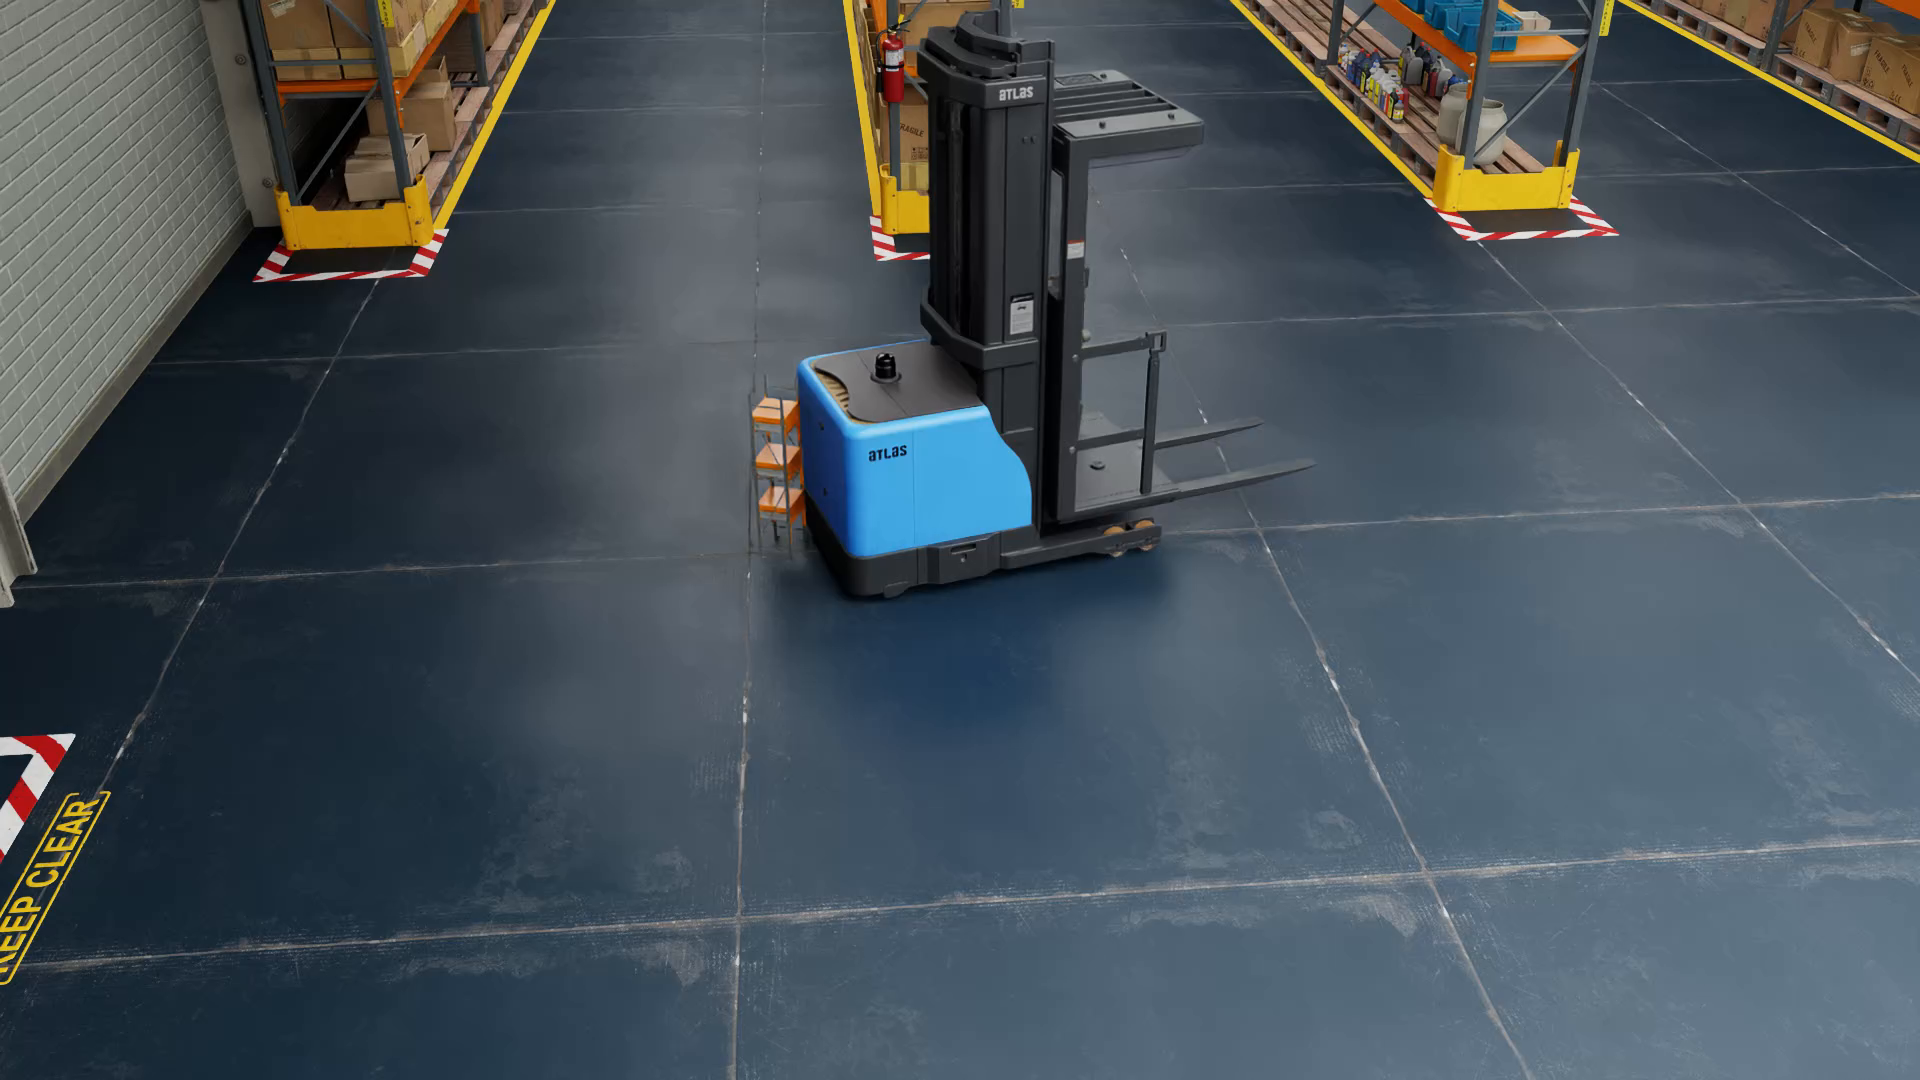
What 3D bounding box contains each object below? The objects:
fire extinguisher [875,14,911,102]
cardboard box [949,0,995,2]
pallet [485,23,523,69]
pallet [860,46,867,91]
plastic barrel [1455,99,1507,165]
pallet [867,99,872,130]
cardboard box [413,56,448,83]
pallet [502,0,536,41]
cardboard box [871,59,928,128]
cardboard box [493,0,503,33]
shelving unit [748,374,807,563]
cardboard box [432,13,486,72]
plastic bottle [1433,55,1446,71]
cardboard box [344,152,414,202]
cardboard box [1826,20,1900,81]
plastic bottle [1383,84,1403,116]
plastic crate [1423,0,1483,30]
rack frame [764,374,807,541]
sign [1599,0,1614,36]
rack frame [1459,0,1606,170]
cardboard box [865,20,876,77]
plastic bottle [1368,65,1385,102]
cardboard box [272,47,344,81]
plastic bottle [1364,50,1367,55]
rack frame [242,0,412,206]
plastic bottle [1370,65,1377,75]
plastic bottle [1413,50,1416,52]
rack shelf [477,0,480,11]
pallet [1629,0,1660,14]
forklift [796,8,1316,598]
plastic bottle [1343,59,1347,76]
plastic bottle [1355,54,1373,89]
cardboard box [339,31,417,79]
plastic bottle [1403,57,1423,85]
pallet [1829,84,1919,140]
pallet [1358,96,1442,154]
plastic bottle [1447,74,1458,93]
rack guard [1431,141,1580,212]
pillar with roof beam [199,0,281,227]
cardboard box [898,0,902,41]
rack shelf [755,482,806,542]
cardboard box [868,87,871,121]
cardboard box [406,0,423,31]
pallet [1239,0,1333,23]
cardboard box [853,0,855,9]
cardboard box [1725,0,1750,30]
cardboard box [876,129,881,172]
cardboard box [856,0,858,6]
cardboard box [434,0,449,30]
[{"bbox_3d":[-0.540,-3.885,13.405,0.296,0.674,0.183,-3,31,-5],"label":"fire extinguisher"},{"bbox_3d":[0.089,-4.533,13.684,0.380,0.149,0.250,-3,31,-5],"label":"cardboard box"},{"bbox_3d":[-5.586,-5.628,18.967,1.003,0.211,1.213,-3,31,-5],"label":"pallet"},{"bbox_3d":[-0.570,-5.220,18.284,1.003,0.211,1.213,-3,31,-5],"label":"pallet"},{"bbox_3d":[4.706,-3.681,15.004,0.421,0.512,0.421,0,31,0],"label":"plastic barrel"},{"bbox_3d":[-0.430,-4.438,16.974,1.003,0.211,1.213,-3,31,-5],"label":"pallet"},{"bbox_3d":[-5.257,-4.391,16.186,0.500,0.500,0.500,-5,31,-8],"label":"cardboard box"},{"bbox_3d":[-5.696,-6.250,20.007,1.003,0.211,1.213,-3,31,-5],"label":"pallet"},{"bbox_3d":[-0.543,-4.092,15.216,0.500,0.500,0.500,-3,31,-5],"label":"cardboard box"},{"bbox_3d":[-5.642,-6.075,19.005,0.700,0.500,0.500,-3,31,-5],"label":"cardboard box"},{"bbox_3d":[-1.025,-0.396,9.389,0.215,1.050,0.252,8,32,13],"label":"shelving unit"},{"bbox_3d":[-5.480,-5.294,17.697,0.700,0.500,0.500,-2,31,-3],"label":"cardboard box"},{"bbox_3d":[4.865,-4.752,16.935,0.144,0.351,0.185,-3,31,-5],"label":"plastic bottle"},{"bbox_3d":[-4.996,-3.153,14.298,0.500,0.311,0.500,-6,31,-10],"label":"cardboard box"},{"bbox_3d":[9.459,-5.124,17.433,0.500,0.500,0.500,7,32,11],"label":"cardboard box"},{"bbox_3d":[4.239,-4.302,16.255,0.152,0.276,0.135,-3,31,-4],"label":"plastic bottle"},{"bbox_3d":[4.444,-4.745,14.915,0.499,0.251,0.408,-3,31,-5],"label":"plastic crate"},{"bbox_3d":[-0.994,-0.457,9.491,0.200,1.050,0.008,8,32,13],"label":"rack frame"},{"bbox_3d":[5.391,-4.379,13.887,0.100,0.325,0.005,-3,31,-5],"label":"sign"},{"bbox_3d":[4.843,-4.236,13.917,1.000,3.000,0.127,-3,31,-5],"label":"rack frame"},{"bbox_3d":[-0.676,-4.858,16.499,0.500,0.500,0.500,-3,31,-5],"label":"cardboard box"},{"bbox_3d":[4.189,-4.584,16.655,0.144,0.351,0.185,-3,31,-5],"label":"plastic bottle"},{"bbox_3d":[-5.257,-3.935,13.540,0.500,0.250,0.500,-2,31,-4],"label":"cardboard box"},{"bbox_3d":[4.226,-4.959,17.347,0.061,0.283,0.133,-3,31,-5],"label":"plastic bottle"},{"bbox_3d":[-5.021,-3.761,13.122,1.000,3.000,0.127,-3,31,-5],"label":"rack frame"},{"bbox_3d":[4.200,-4.694,16.916,0.097,0.271,0.097,0,31,0],"label":"plastic bottle"},{"bbox_3d":[4.814,-5.095,17.656,0.097,0.201,0.097,0,31,0],"label":"plastic bottle"},{"bbox_3d":[-5.581,-6.516,18.435,1.077,0.370,4.000,-3,31,-5],"label":"rack shelf"},{"bbox_3d":[9.099,-6.961,21.199,1.003,0.211,1.213,-3,31,-5],"label":"pallet"},{"bbox_3d":[0.634,-1.407,9.248,3.031,2.935,1.130,-11,33,-18],"label":"forklift"},{"bbox_3d":[4.082,-4.978,17.459,0.097,0.201,0.097,0,31,0],"label":"plastic bottle"},{"bbox_3d":[4.149,-4.801,17.018,0.144,0.351,0.185,-4,31,-7],"label":"plastic bottle"},{"bbox_3d":[-4.750,-3.970,13.598,0.500,0.250,0.500,-4,31,-6],"label":"cardboard box"},{"bbox_3d":[4.689,-4.865,17.197,0.152,0.276,0.135,-3,31,-5],"label":"plastic bottle"},{"bbox_3d":[9.616,-4.353,16.832,1.003,0.211,1.213,-3,31,-5],"label":"pallet"},{"bbox_3d":[4.608,-4.112,16.429,1.003,0.211,1.213,-3,31,-5],"label":"pallet"},{"bbox_3d":[4.924,-4.524,16.630,0.097,0.271,0.097,0,31,0],"label":"plastic bottle"},{"bbox_3d":[4.789,-3.199,14.619,1.175,0.500,0.348,-3,31,-5],"label":"rack guard"},{"bbox_3d":[-1.661,-6.859,12.458,9.100,9.000,0.400,-3,31,-5],"label":"pillar with roof beam"},{"bbox_3d":[-0.174,-4.550,14.346,0.700,0.500,0.500,-2,31,-3],"label":"cardboard box"},{"bbox_3d":[-1.025,-0.149,9.538,0.215,0.259,0.240,8,32,13],"label":"rack shelf"},{"bbox_3d":[-0.638,-4.280,16.263,0.500,0.250,0.500,-3,31,-5],"label":"cardboard box"},{"bbox_3d":[-4.802,-4.538,13.819,0.500,0.500,0.500,-3,31,-4],"label":"cardboard box"},{"bbox_3d":[4.129,-6.726,20.805,1.003,0.211,1.213,-3,31,-5],"label":"pallet"},{"bbox_3d":[-1.032,-6.547,20.058,0.500,0.250,0.500,-4,31,-6],"label":"cardboard box"},{"bbox_3d":[9.339,-6.190,19.197,0.700,0.500,0.500,-3,31,-5],"label":"cardboard box"},{"bbox_3d":[-0.492,-3.515,14.981,0.500,0.250,0.500,-3,31,-5],"label":"cardboard box"},{"bbox_3d":[-0.928,-6.253,19.020,0.500,0.311,0.500,-3,31,-5],"label":"cardboard box"},{"bbox_3d":[-4.899,-4.753,14.909,0.500,0.250,0.500,-2,31,-4],"label":"cardboard box"}]
